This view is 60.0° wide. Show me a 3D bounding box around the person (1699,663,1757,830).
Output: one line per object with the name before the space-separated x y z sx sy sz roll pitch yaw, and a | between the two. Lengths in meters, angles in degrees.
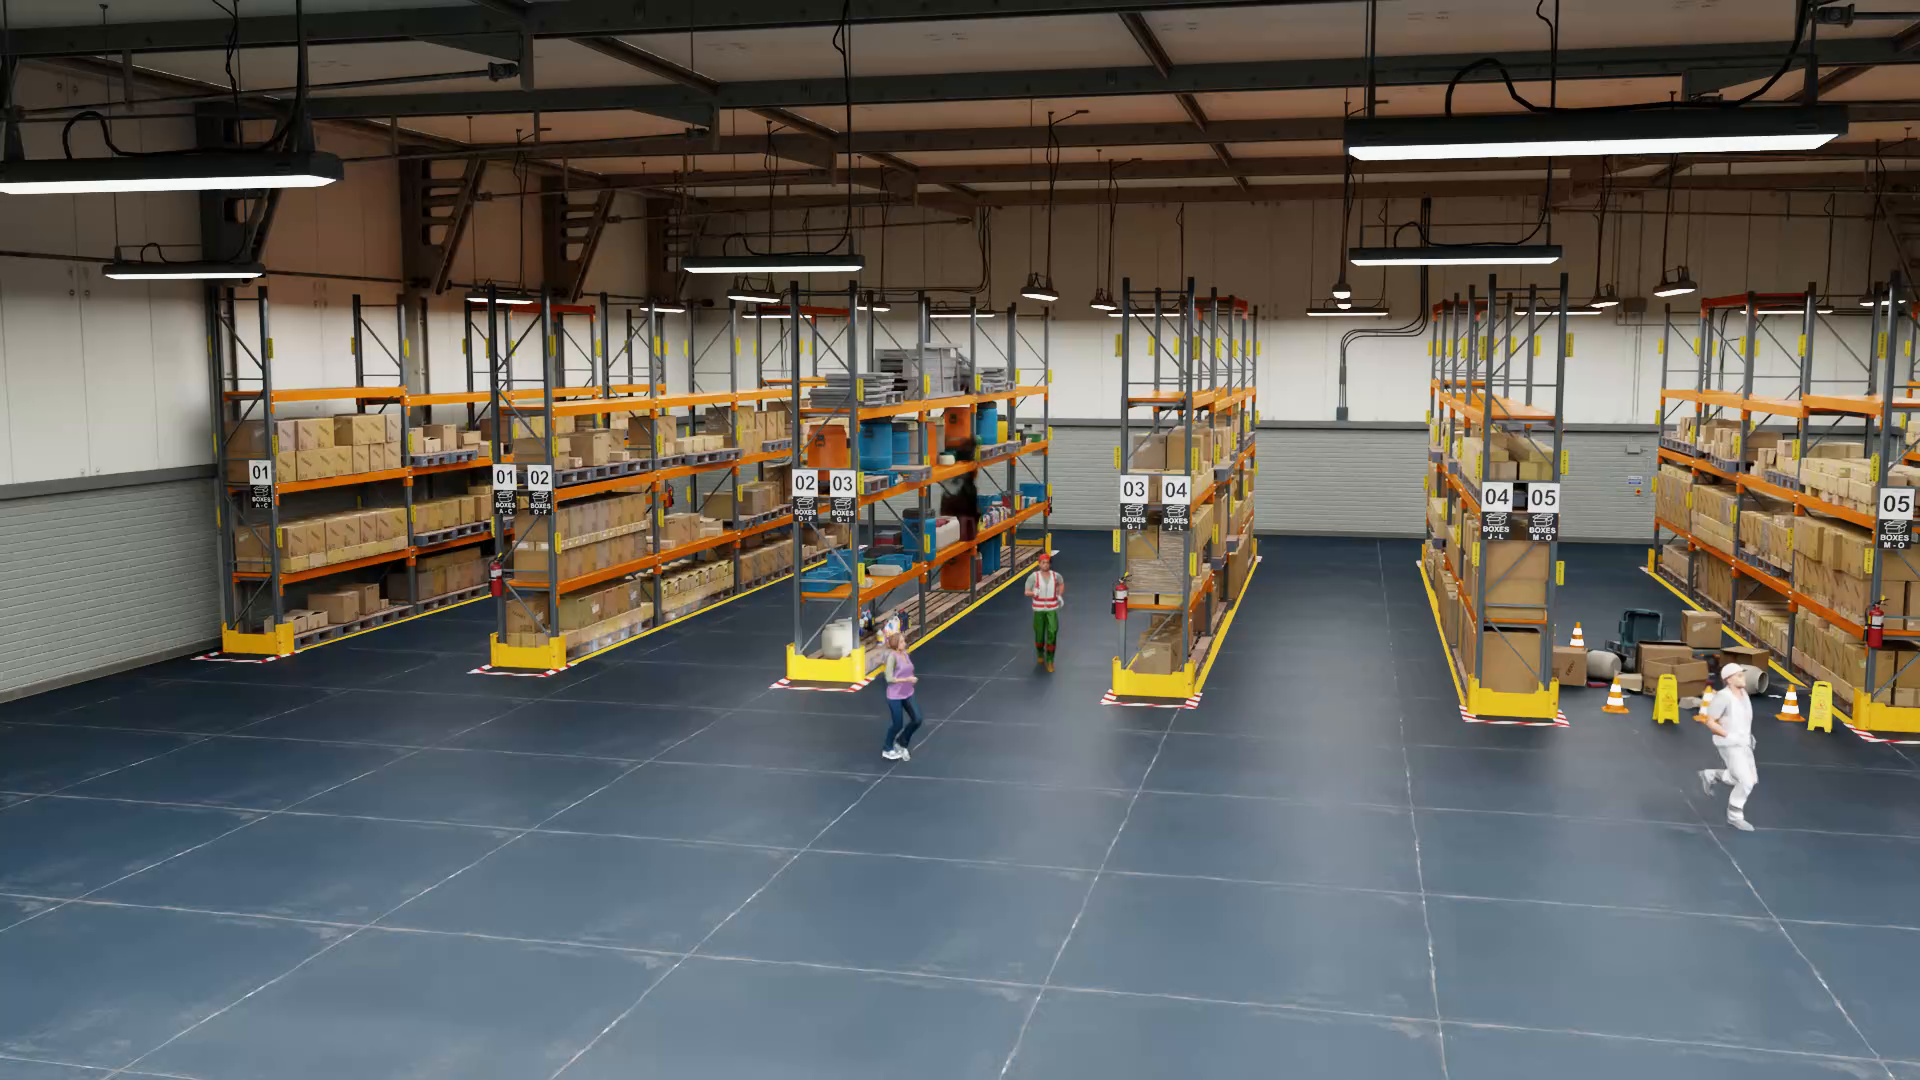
person | 8.097 2.148 17.545 0.676 1.721 0.675 -5 8 -38

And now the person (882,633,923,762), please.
person | -0.692 1.910 20.108 0.613 1.592 0.516 5 8 38

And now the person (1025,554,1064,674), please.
person | 1.323 1.125 25.942 0.635 1.836 0.766 0 7 -1
